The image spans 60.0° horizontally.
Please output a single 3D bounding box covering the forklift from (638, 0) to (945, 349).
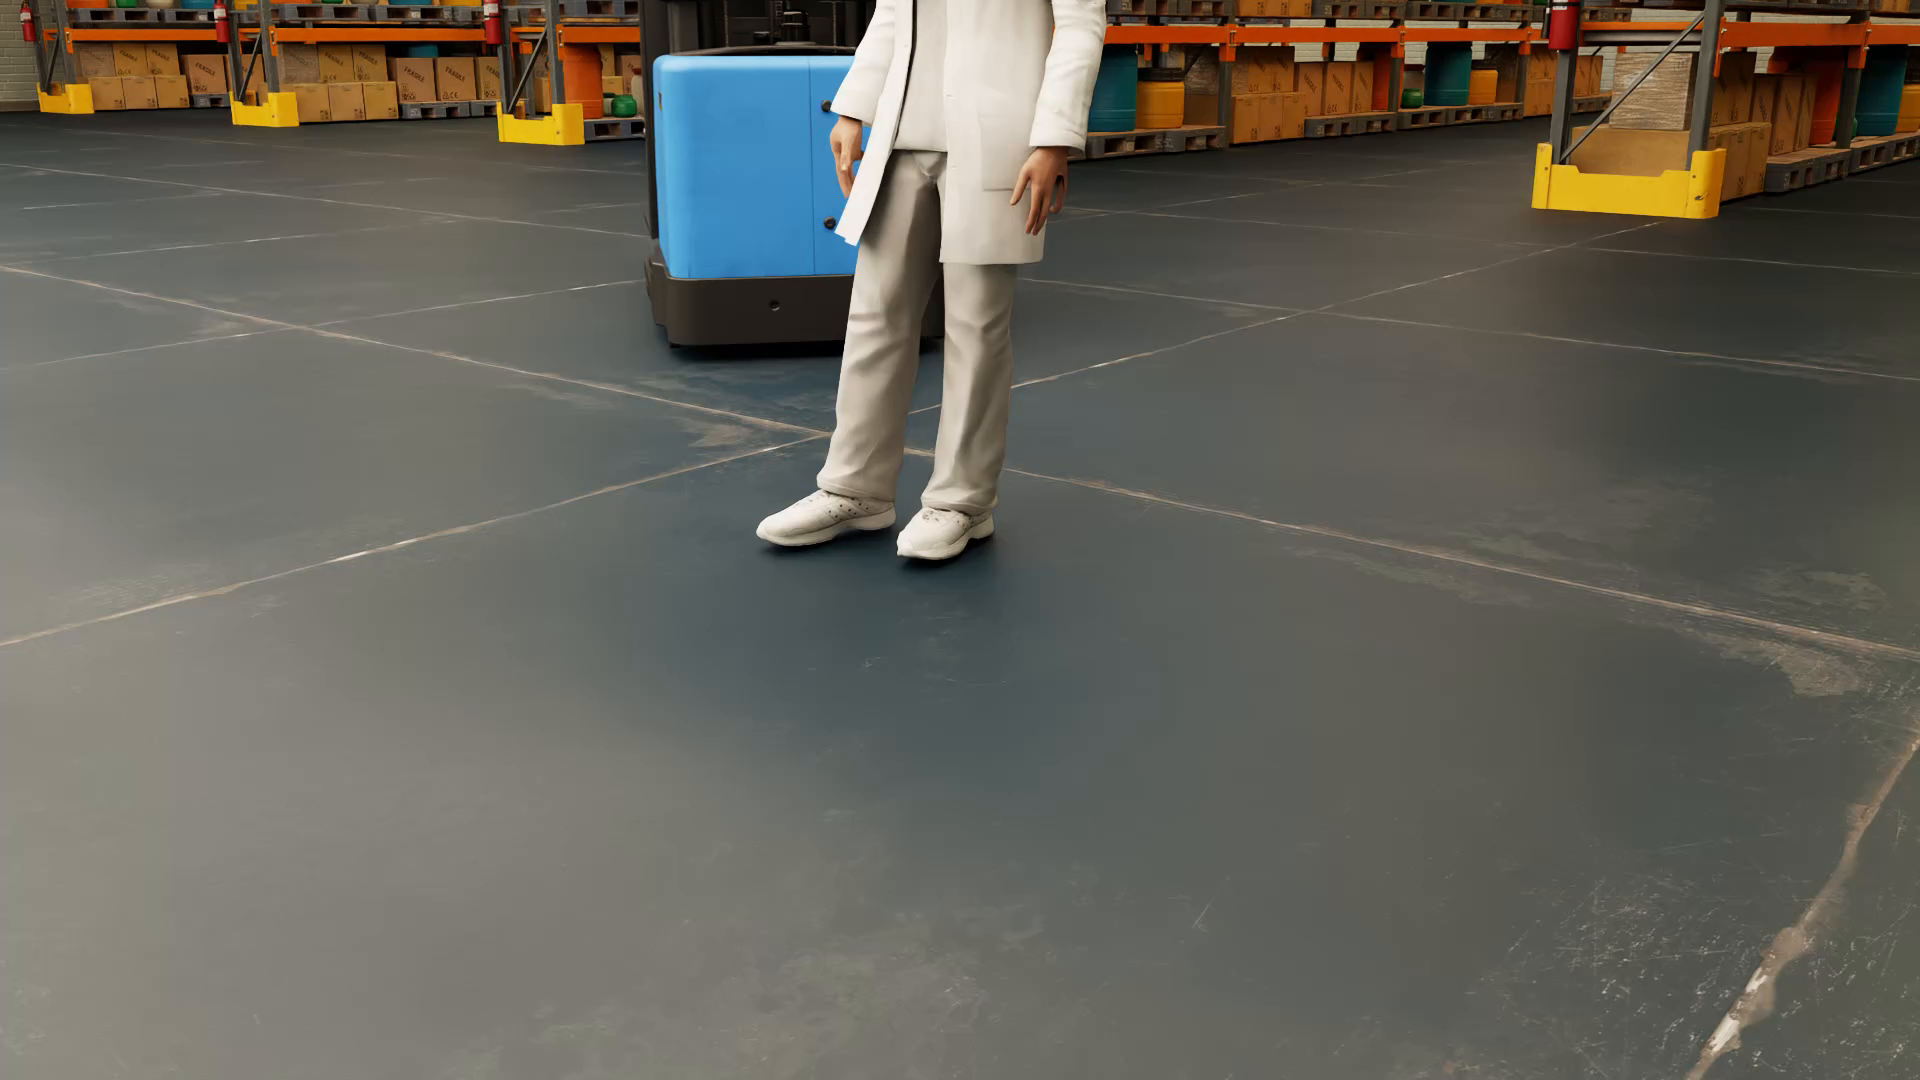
[{"bbox_3d":[-0.842,-2.490,7.099,1.130,2.935,3.031,-4,17,-12],"label":"forklift"}]

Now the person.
[{"bbox_3d":[-0.061,-0.837,3.616,0.696,1.777,0.578,13,21,37],"label":"person"}]
